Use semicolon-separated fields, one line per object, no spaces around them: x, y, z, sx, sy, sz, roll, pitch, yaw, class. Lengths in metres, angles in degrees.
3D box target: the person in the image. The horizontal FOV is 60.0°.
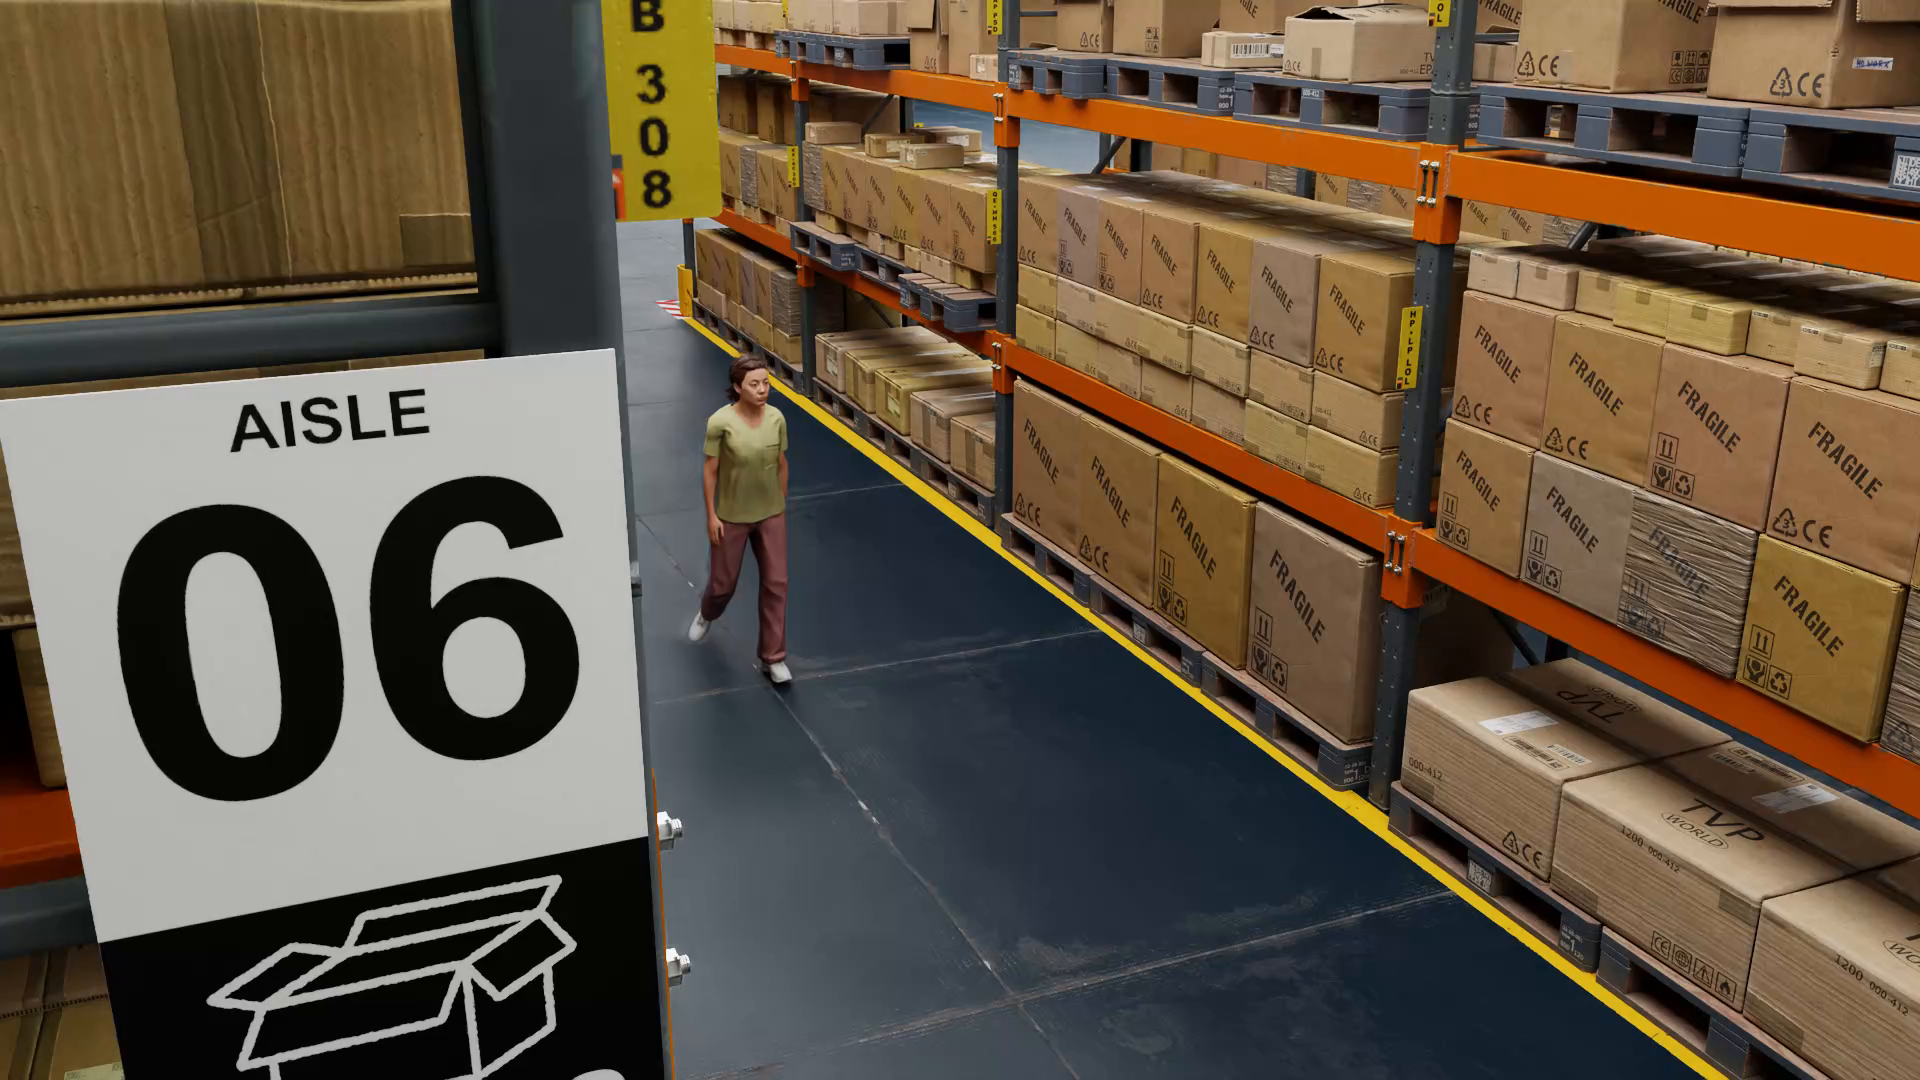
-1.105;-0.140;8.420;0.490;1.661;0.732;-9;21;-24;person
